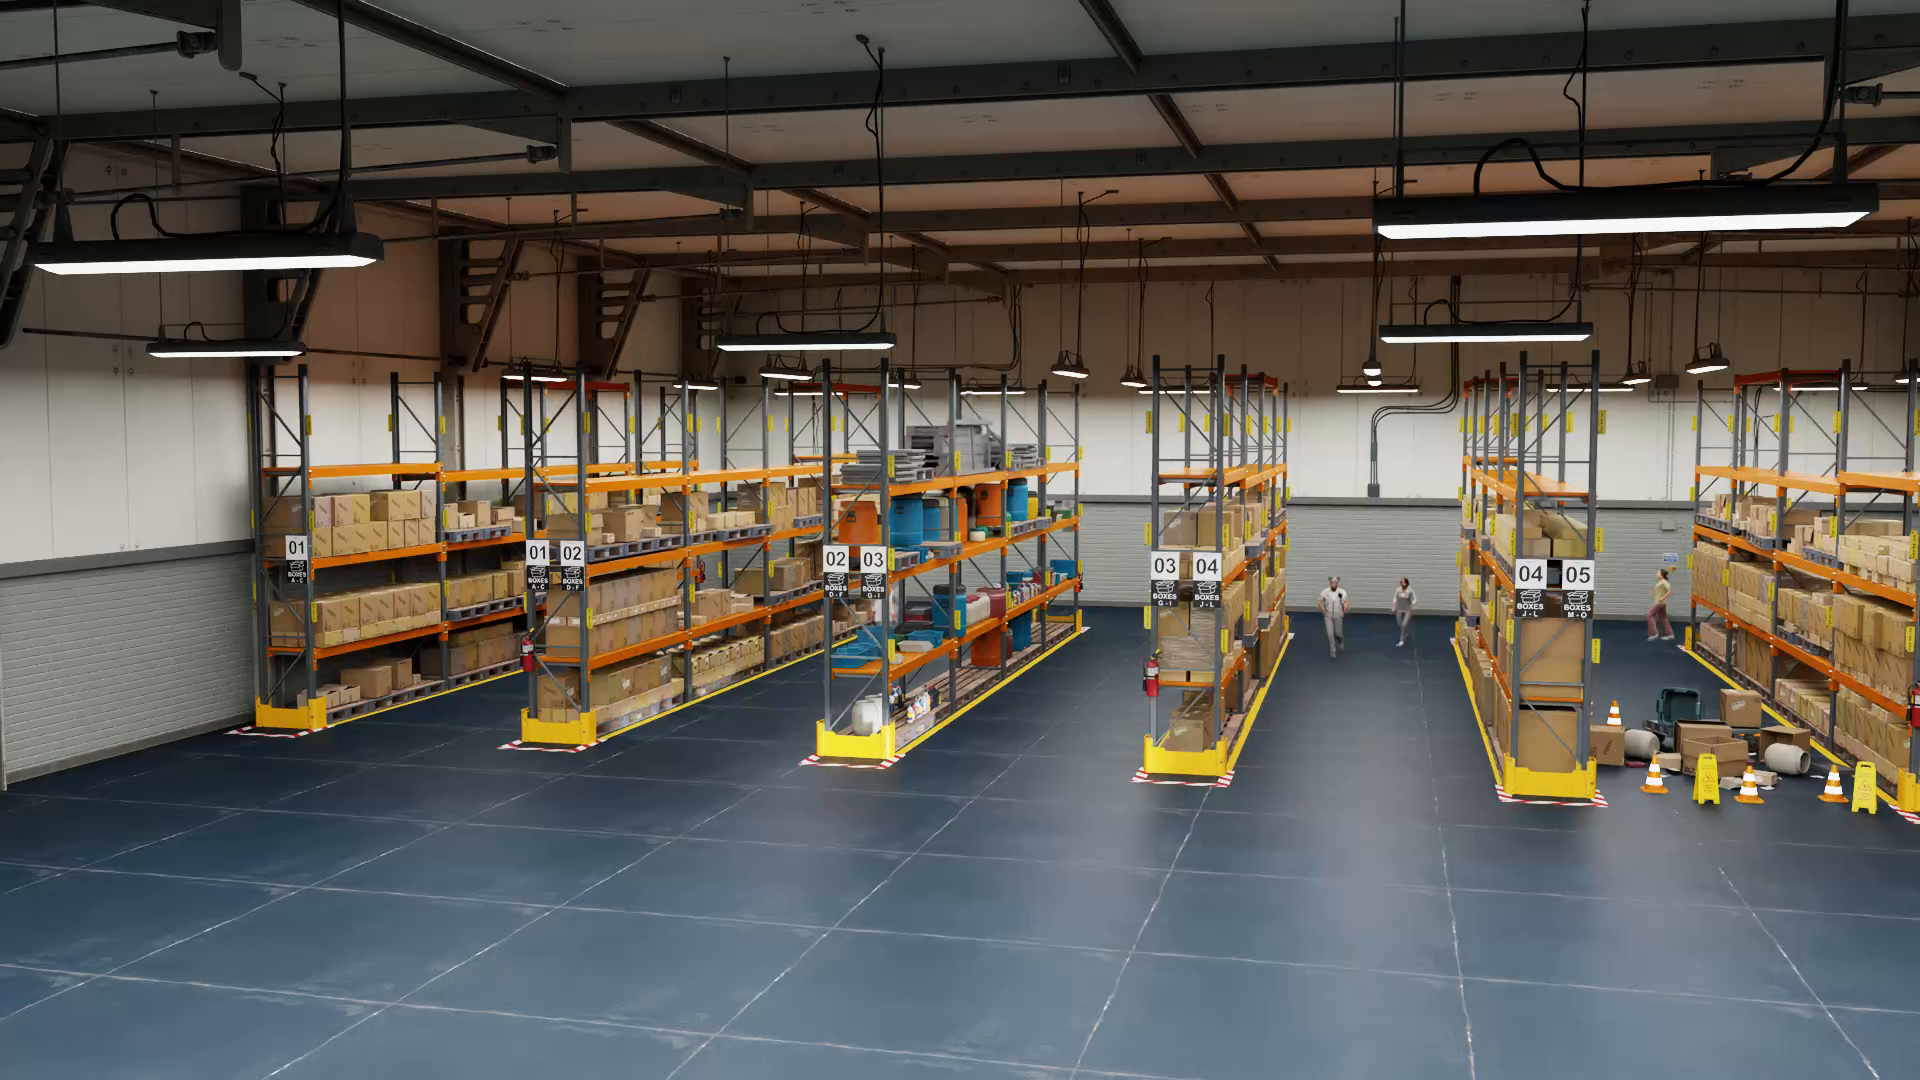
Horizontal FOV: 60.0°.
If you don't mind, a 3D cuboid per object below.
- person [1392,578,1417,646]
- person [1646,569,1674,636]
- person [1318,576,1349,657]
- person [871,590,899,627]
[{"bbox_3d":[10.136,1.632,37.885,0.541,1.558,0.600,2,4,25],"label":"person"},{"bbox_3d":[16.211,1.447,38.464,0.609,1.573,0.582,2,4,26],"label":"person"},{"bbox_3d":[8.107,1.648,36.151,0.656,1.766,0.666,1,4,15],"label":"person"},{"bbox_3d":[-1.484,1.599,32.668,0.635,1.773,0.567,1,4,16],"label":"person"}]
